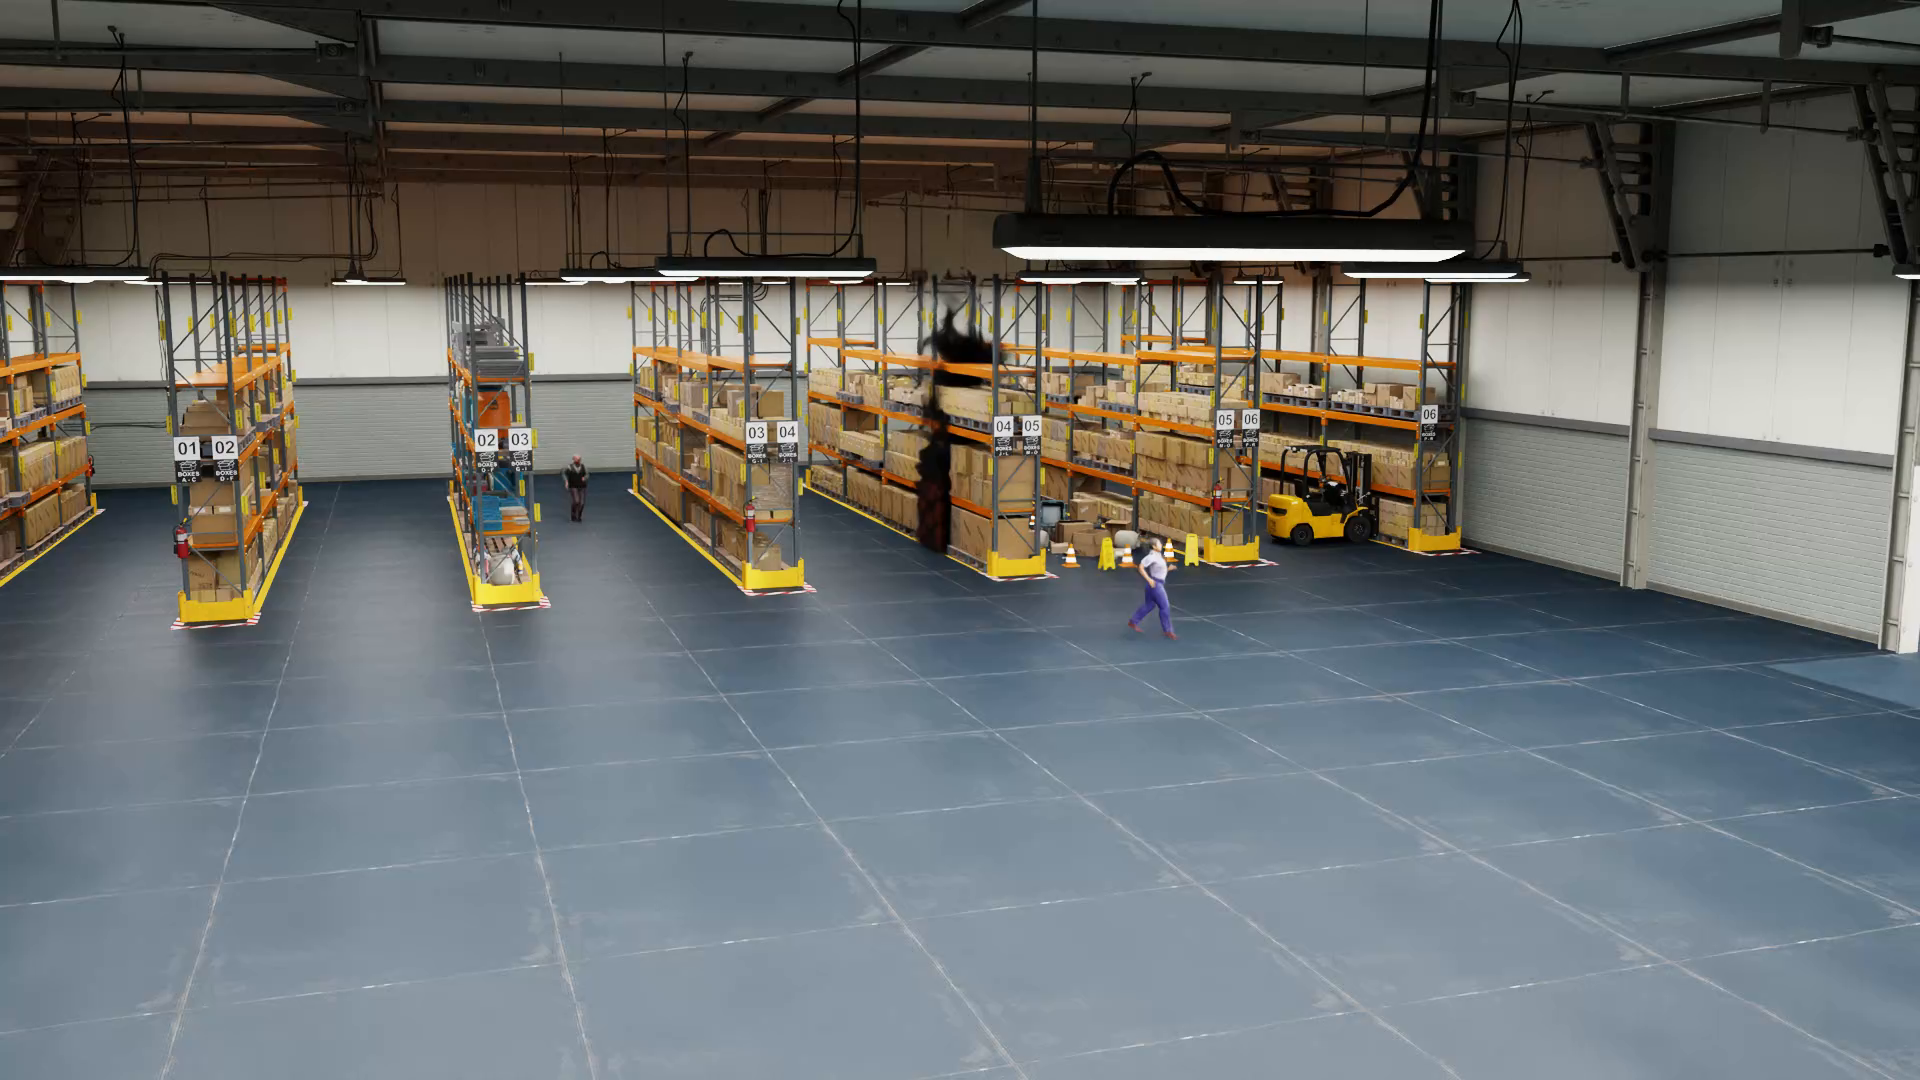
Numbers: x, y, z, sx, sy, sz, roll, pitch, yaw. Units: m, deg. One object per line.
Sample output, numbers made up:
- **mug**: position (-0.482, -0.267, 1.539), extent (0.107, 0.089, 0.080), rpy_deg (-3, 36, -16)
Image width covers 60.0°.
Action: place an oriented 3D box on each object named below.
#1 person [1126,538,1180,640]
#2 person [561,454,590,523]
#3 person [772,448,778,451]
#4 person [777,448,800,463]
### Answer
- **person**: position (3.190, 0.789, 27.327), extent (0.895, 1.671, 0.594), rpy_deg (1, 9, 8)
- **person**: position (-9.356, -1.256, 40.688), extent (0.634, 1.692, 0.663), rpy_deg (-5, 10, -29)
- **person**: position (-5.524, -2.337, 48.146), extent (0.595, 1.625, 0.567), rpy_deg (3, 9, 19)
- **person**: position (-4.720, -2.059, 45.762), extent (0.676, 1.827, 0.921), rpy_deg (-2, 9, -16)
